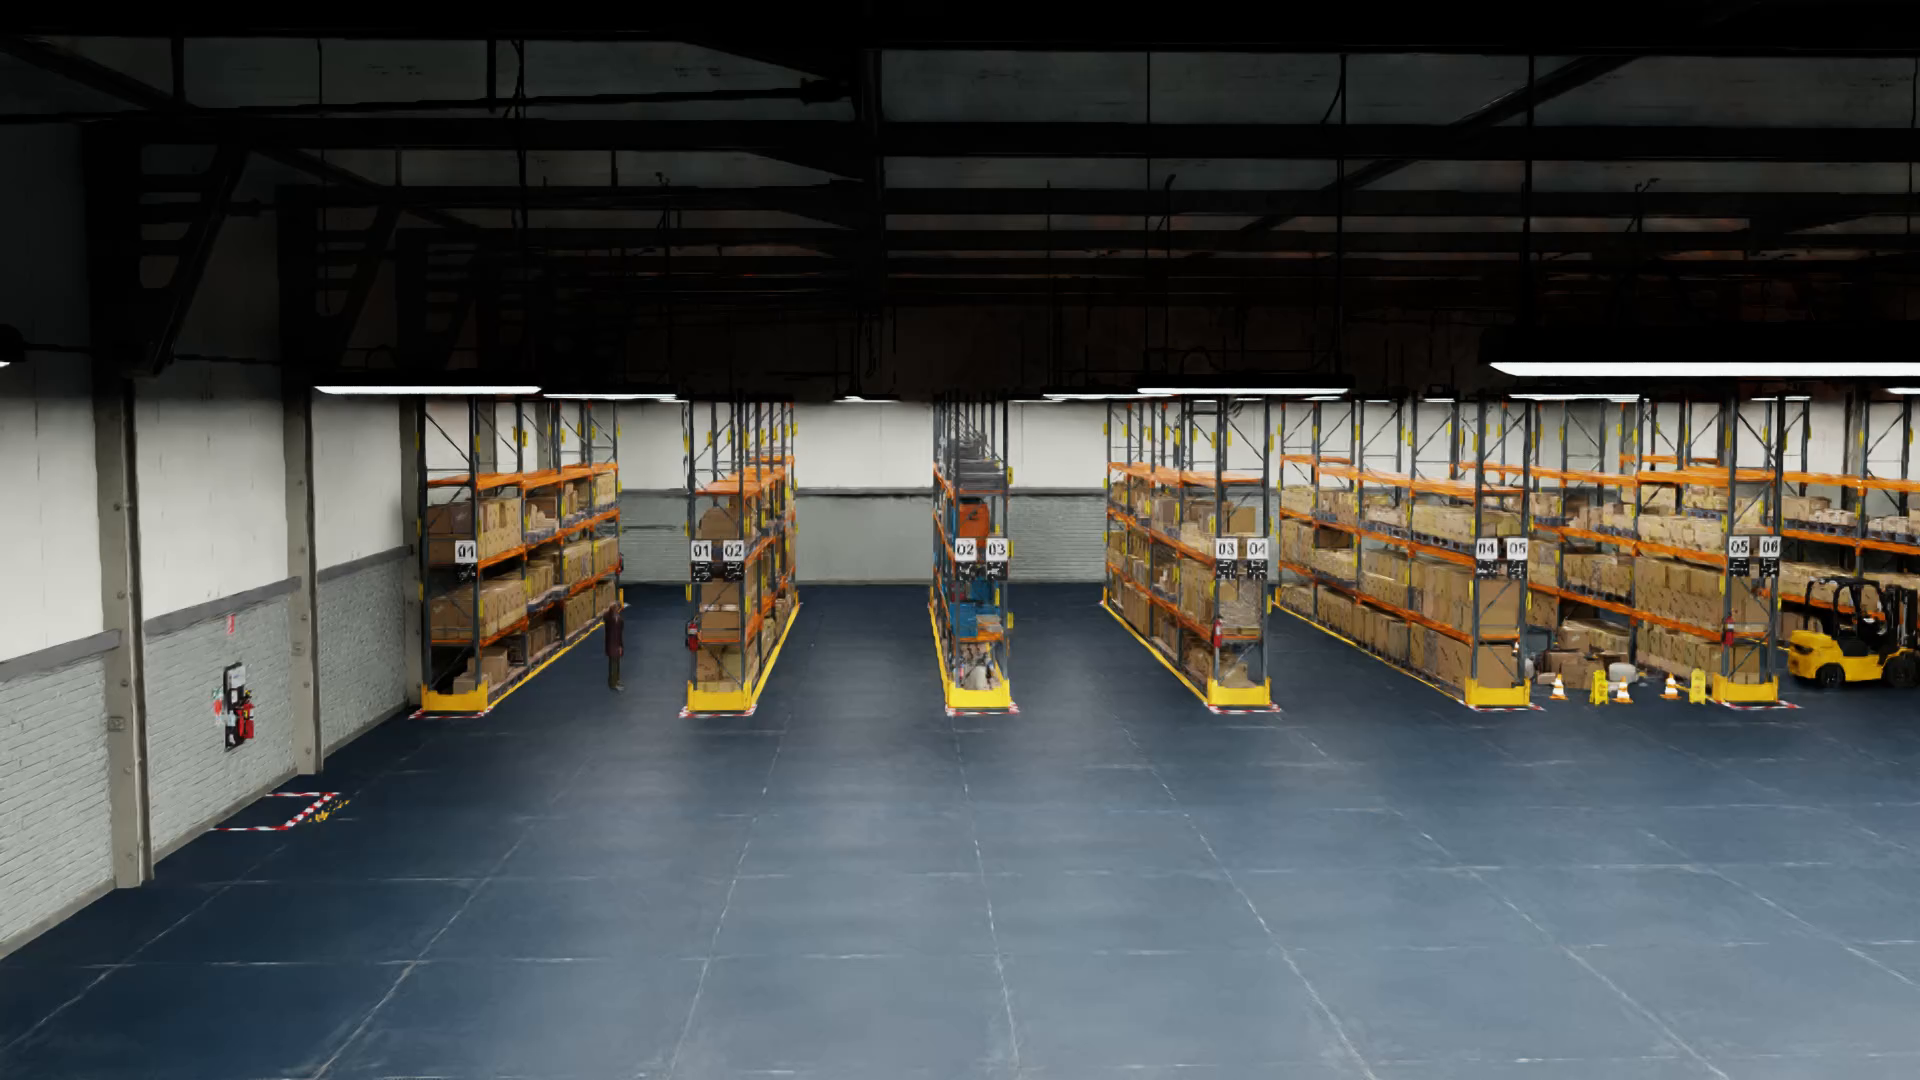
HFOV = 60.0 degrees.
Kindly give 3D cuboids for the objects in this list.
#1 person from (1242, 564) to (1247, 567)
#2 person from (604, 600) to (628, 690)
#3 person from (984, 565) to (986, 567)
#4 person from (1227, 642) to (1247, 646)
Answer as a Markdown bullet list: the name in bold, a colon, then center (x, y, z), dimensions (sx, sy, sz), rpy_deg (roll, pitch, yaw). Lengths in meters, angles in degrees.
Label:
- **person**: center (8.846, 0.720, 51.815), dimensions (0.408, 1.533, 0.961), rpy_deg (1, 5, 7)
- **person**: center (-6.900, 2.093, 33.415), dimensions (0.504, 1.788, 0.640), rpy_deg (-3, 6, -33)
- **person**: center (0.632, 1.030, 49.258), dimensions (0.436, 1.371, 0.583), rpy_deg (3, 6, 35)
- **person**: center (6.555, 1.669, 38.803), dimensions (0.702, 1.671, 0.548), rpy_deg (0, 5, -4)
